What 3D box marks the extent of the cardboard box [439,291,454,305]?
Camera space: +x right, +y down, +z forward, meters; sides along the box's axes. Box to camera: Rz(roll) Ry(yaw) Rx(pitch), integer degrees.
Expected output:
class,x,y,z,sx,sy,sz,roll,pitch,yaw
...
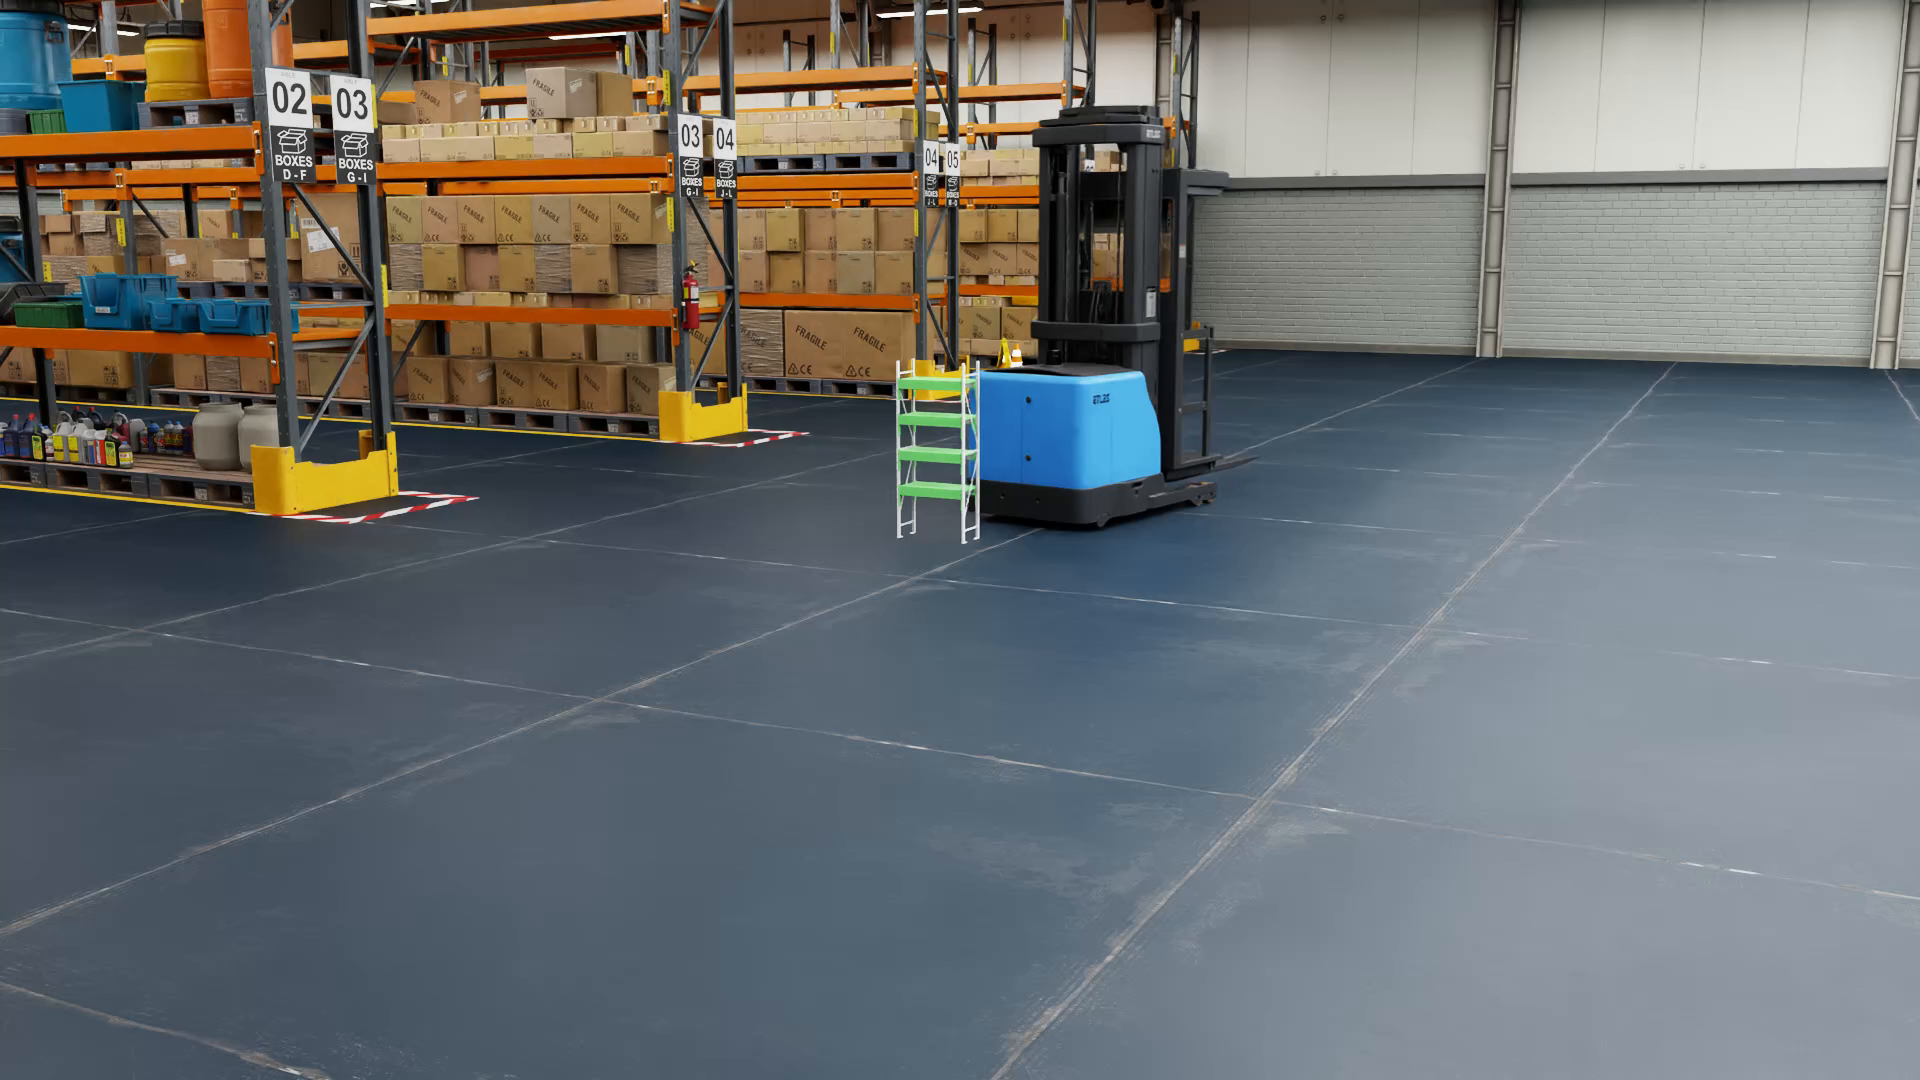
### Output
class,x,y,z,sx,sy,sz,roll,pitch,yaw
cardboard box,-5.418,-2.625,18.015,0.250,0.149,0.380,5,11,26

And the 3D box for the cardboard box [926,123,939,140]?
class,x,y,z,sx,sy,sz,roll,pitch,yaw
cardboard box,-0.608,-5.221,21.358,0.500,0.250,0.500,5,11,26

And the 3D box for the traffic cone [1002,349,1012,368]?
class,x,y,z,sx,sy,sz,roll,pitch,yaw
traffic cone,0.668,-2.511,23.807,0.334,0.463,0.336,5,11,26

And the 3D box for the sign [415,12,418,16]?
class,x,y,z,sx,sy,sz,roll,pitch,yaw
sign,-7.694,-7.331,23.623,0.005,0.325,0.100,5,11,26

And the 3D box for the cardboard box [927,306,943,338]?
class,x,y,z,sx,sy,sz,roll,pitch,yaw
cardboard box,-0.417,-3.503,26.597,0.500,0.500,0.500,6,12,29

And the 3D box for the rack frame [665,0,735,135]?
class,x,y,z,sx,sy,sz,roll,pitch,yaw
rack frame,-2.574,-5.505,16.381,0.127,3.000,1.000,5,11,26

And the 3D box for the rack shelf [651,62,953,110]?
class,x,y,z,sx,sy,sz,roll,pitch,yaw
rack shelf,-2.082,-5.896,21.684,4.000,0.370,1.077,5,11,26

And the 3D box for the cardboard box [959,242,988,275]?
class,x,y,z,sx,sy,sz,roll,pitch,yaw
cardboard box,0.308,-4.410,26.061,0.500,0.500,0.500,5,11,26

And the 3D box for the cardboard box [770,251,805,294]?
class,x,y,z,sx,sy,sz,roll,pitch,yaw
cardboard box,-2.085,-3.572,22.125,0.500,0.550,0.875,5,11,26

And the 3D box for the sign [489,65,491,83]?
class,x,y,z,sx,sy,sz,roll,pitch,yaw
sign,-8.721,-8.620,30.744,0.005,0.325,0.100,5,11,26

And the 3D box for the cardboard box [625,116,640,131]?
class,x,y,z,sx,sy,sz,roll,pitch,yaw
cardboard box,-3.143,-4.163,16.688,0.250,0.149,0.380,5,11,24

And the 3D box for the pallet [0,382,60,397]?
class,x,y,z,sx,sy,sz,roll,pitch,yaw
pallet,-12.610,-2.078,22.119,1.213,0.211,1.003,5,11,26

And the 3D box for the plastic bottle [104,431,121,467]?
class,x,y,z,sx,sy,sz,roll,pitch,yaw
plastic bottle,-6.719,-0.723,13.194,0.133,0.283,0.061,5,12,27

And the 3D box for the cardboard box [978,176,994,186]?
class,x,y,z,sx,sy,sz,roll,pitch,yaw
cardboard box,0.464,-5.555,25.785,0.250,0.149,0.380,5,11,25

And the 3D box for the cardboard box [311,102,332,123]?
class,x,y,z,sx,sy,sz,roll,pitch,yaw
cardboard box,-7.384,-4.729,19.044,0.637,0.503,0.797,6,12,28

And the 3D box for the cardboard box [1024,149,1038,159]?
class,x,y,z,sx,sy,sz,roll,pitch,yaw
cardboard box,1.163,-5.887,25.377,0.250,0.149,0.380,5,12,27

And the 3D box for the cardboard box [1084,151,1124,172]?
class,x,y,z,sx,sy,sz,roll,pitch,yaw
cardboard box,2.625,-6.803,30.231,0.500,0.500,0.700,5,11,26

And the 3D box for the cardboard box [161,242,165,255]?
class,x,y,z,sx,sy,sz,roll,pitch,yaw
cardboard box,-12.520,-4.552,26.843,0.500,0.500,0.500,5,11,26

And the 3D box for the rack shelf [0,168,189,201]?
class,x,y,z,sx,sy,sz,roll,pitch,yaw
rack shelf,-11.542,-4.463,21.066,4.000,0.370,1.077,5,11,26

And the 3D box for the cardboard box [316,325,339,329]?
class,x,y,z,sx,sy,sz,roll,pitch,yaw
cardboard box,-9.554,-3.078,25.657,0.500,0.500,0.500,5,12,27

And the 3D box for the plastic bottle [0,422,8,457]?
class,x,y,z,sx,sy,sz,roll,pitch,yaw
plastic bottle,-7.959,-0.837,13.847,0.135,0.276,0.152,5,12,28

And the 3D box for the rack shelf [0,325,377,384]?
class,x,y,z,sx,sy,sz,roll,pitch,yaw
rack shelf,-6.559,-1.566,13.479,4.000,0.370,1.077,5,11,26

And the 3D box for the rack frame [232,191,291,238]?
class,x,y,z,sx,sy,sz,roll,pitch,yaw
rack frame,-11.050,-4.283,26.473,0.127,3.000,1.000,5,11,26

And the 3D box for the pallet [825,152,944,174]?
class,x,y,z,sx,sy,sz,roll,pitch,yaw
pallet,-0.959,-4.827,21.302,1.213,0.211,1.003,5,11,26

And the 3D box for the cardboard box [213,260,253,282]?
class,x,y,z,sx,sy,sz,roll,pitch,yaw
cardboard box,-8.347,-3.148,19.441,0.500,0.250,0.500,5,11,24

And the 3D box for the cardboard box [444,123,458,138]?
class,x,y,z,sx,sy,sz,roll,pitch,yaw
cardboard box,-5.264,-4.345,17.692,0.250,0.149,0.380,5,12,28

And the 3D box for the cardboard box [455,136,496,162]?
class,x,y,z,sx,sy,sz,roll,pitch,yaw
cardboard box,-4.953,-4.113,17.529,0.500,0.250,0.500,5,11,24

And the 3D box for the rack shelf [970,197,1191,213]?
class,x,y,z,sx,sy,sz,roll,pitch,yaw
rack shelf,2.210,-6.209,30.709,4.000,0.370,1.077,5,11,26

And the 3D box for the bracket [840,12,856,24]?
class,x,y,z,sx,sy,sz,roll,pitch,yaw
bracket,-2.132,-10.300,32.765,0.430,0.232,0.235,5,11,26

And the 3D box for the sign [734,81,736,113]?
class,x,y,z,sx,sy,sz,roll,pitch,yaw
sign,-2.334,-4.546,17.049,0.005,0.325,0.100,5,11,26

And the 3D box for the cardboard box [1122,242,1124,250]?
class,x,y,z,sx,sy,sz,roll,pitch,yaw
cardboard box,3.121,-5.326,30.131,0.250,0.149,0.380,5,12,27

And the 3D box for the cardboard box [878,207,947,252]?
class,x,y,z,sx,sy,sz,roll,pitch,yaw
cardboard box,-0.604,-3.978,21.334,0.550,0.550,0.875,5,11,26

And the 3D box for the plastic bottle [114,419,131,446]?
class,x,y,z,sx,sy,sz,roll,pitch,yaw
plastic bottle,-7.089,-0.881,14.070,0.133,0.283,0.061,5,11,26

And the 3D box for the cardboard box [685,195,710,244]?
class,x,y,z,sx,sy,sz,roll,pitch,yaw
cardboard box,-2.947,-3.328,17.270,0.500,0.500,0.500,5,11,26

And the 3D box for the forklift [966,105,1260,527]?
class,x,y,z,sx,sy,sz,roll,pitch,yaw
forklift,1.330,-1.744,12.638,1.130,2.935,3.031,8,13,36

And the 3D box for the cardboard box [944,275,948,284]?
class,x,y,z,sx,sy,sz,roll,pitch,yaw
cardboard box,-0.254,-4.134,26.353,0.250,0.149,0.380,5,11,26

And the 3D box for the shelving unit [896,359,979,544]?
class,x,y,z,sx,sy,sz,roll,pitch,yaw
shelving unit,-0.148,-0.603,11.195,0.503,1.200,0.258,5,11,26

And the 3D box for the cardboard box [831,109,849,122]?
class,x,y,z,sx,sy,sz,roll,pitch,yaw
cardboard box,-1.427,-5.371,21.066,0.250,0.149,0.380,5,12,27

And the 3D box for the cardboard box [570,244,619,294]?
class,x,y,z,sx,sy,sz,roll,pitch,yaw
cardboard box,-3.557,-2.817,17.255,0.500,0.500,0.875,5,11,26

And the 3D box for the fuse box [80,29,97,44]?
class,x,y,z,sx,sy,sz,roll,pitch,yaw
fuse box,-17.693,-10.321,34.006,0.176,0.334,0.513,5,11,26

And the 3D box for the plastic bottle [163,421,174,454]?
class,x,y,z,sx,sy,sz,roll,pitch,yaw
plastic bottle,-6.651,-0.864,14.005,0.097,0.271,0.097,0,10,0

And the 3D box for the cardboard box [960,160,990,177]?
class,x,y,z,sx,sy,sz,roll,pitch,yaw
cardboard box,0.315,-5.762,25.806,0.500,0.250,0.500,5,12,27

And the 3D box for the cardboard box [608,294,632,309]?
class,x,y,z,sx,sy,sz,roll,pitch,yaw
cardboard box,-3.392,-2.450,17.052,0.250,0.149,0.380,5,11,26

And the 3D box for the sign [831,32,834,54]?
class,x,y,z,sx,sy,sz,roll,pitch,yaw
sign,-2.017,-7.852,26.278,0.005,0.325,0.100,5,11,26

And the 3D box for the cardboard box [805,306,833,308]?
class,x,y,z,sx,sy,sz,roll,pitch,yaw
cardboard box,-2.617,-4.546,33.415,0.625,0.625,0.875,5,12,28

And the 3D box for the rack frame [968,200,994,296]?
class,x,y,z,sx,sy,sz,roll,pitch,yaw
rack frame,0.417,-5.244,31.783,0.127,3.000,1.000,5,11,26

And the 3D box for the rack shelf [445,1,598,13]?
class,x,y,z,sx,sy,sz,roll,pitch,yaw
rack shelf,-7.157,-9.157,29.248,4.000,0.370,1.077,5,11,26

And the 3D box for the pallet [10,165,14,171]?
class,x,y,z,sx,sy,sz,roll,pitch,yaw
pallet,-12.491,-4.816,21.534,1.217,0.209,0.805,5,11,24

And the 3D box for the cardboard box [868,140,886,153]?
class,x,y,z,sx,sy,sz,roll,pitch,yaw
cardboard box,-0.963,-4.938,20.913,0.250,0.149,0.380,5,11,26

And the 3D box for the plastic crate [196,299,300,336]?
class,x,y,z,sx,sy,sz,roll,pitch,yaw
plastic crate,-5.347,-1.681,12.511,0.616,0.251,0.499,5,11,26

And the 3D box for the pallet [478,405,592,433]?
class,x,y,z,sx,sy,sz,roll,pitch,yaw
pallet,-4.445,-1.353,18.114,1.213,0.211,1.003,5,11,26

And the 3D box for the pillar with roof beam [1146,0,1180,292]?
class,x,y,z,sx,sy,sz,roll,pitch,yaw
pillar with roof beam,1.873,-7.392,26.807,0.548,9.000,9.100,5,11,26
